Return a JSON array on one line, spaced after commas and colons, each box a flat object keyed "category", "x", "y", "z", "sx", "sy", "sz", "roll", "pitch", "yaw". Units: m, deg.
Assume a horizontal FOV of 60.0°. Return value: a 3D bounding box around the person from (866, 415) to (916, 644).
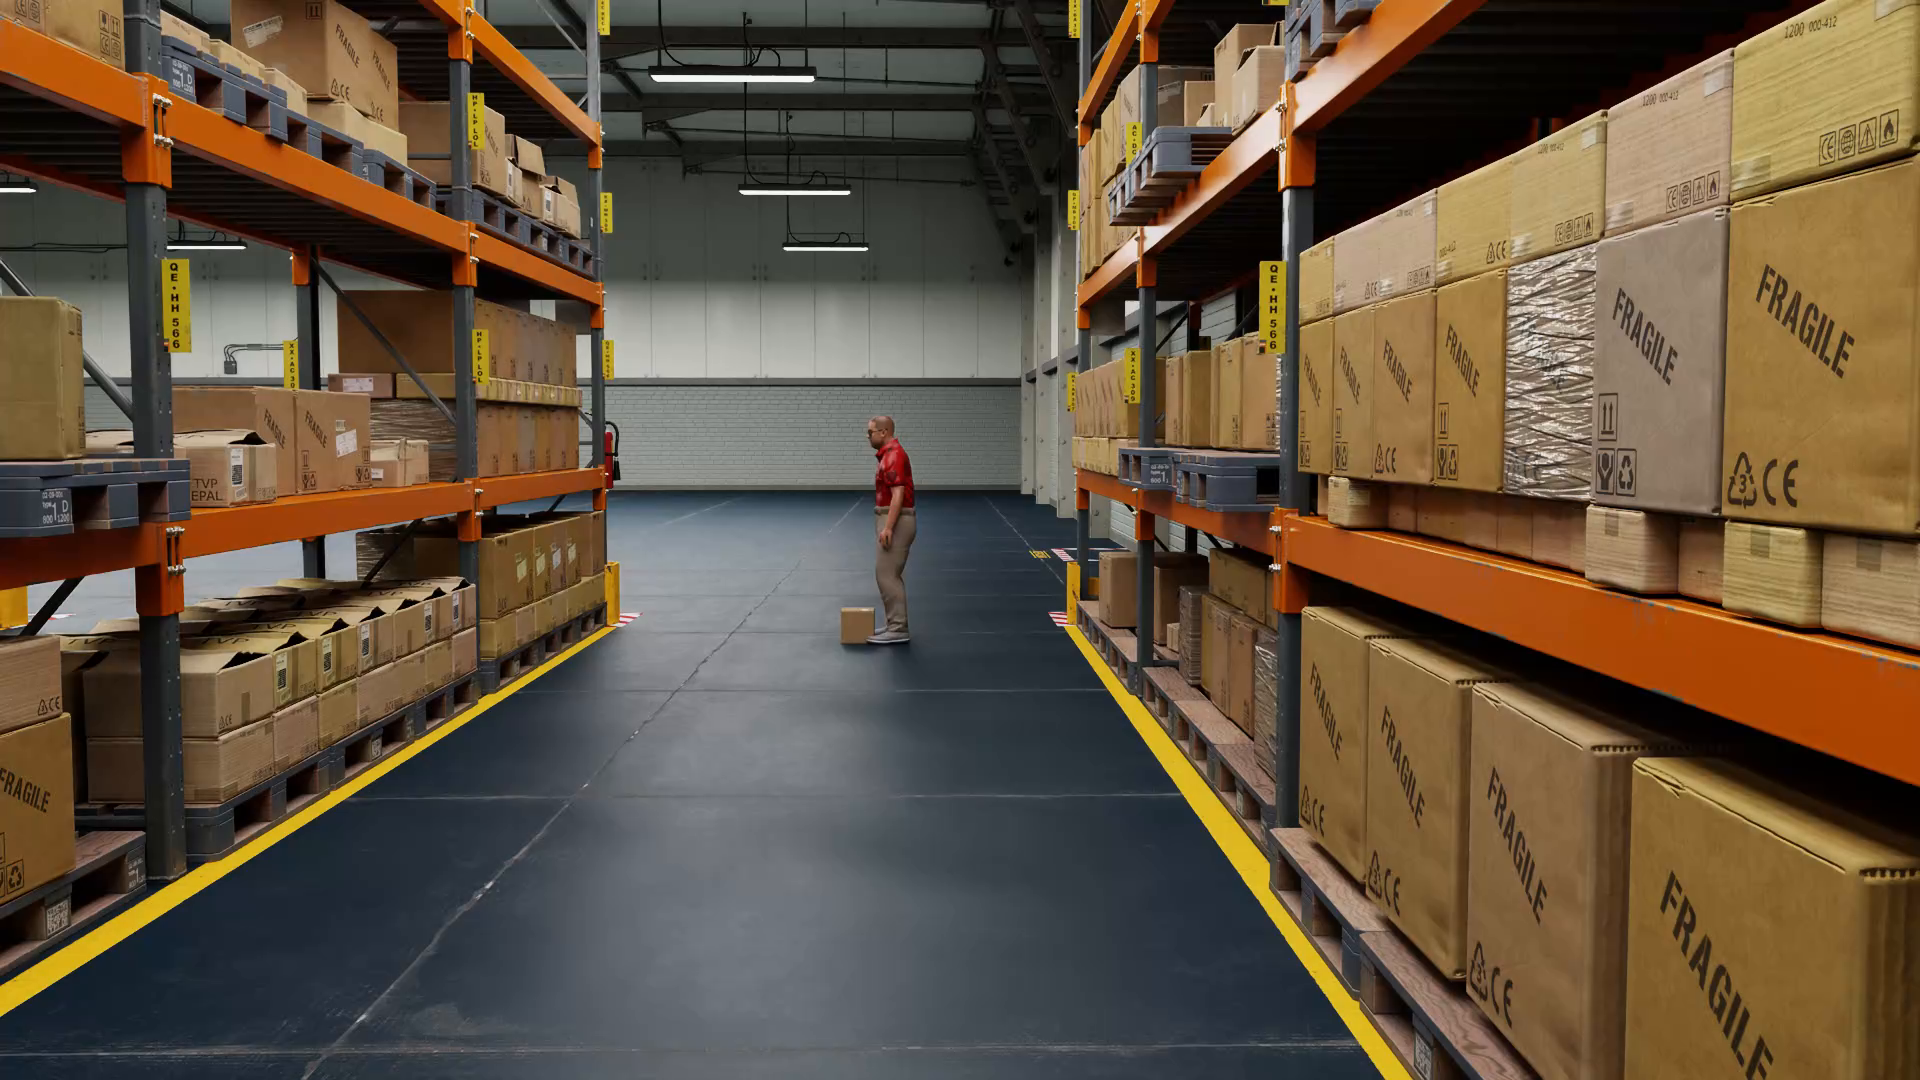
[{"category": "person", "x": -0.526, "y": -0.086, "z": 12.661, "sx": 0.386, "sy": 1.726, "sz": 0.594, "roll": 0, "pitch": 4, "yaw": -3}]
